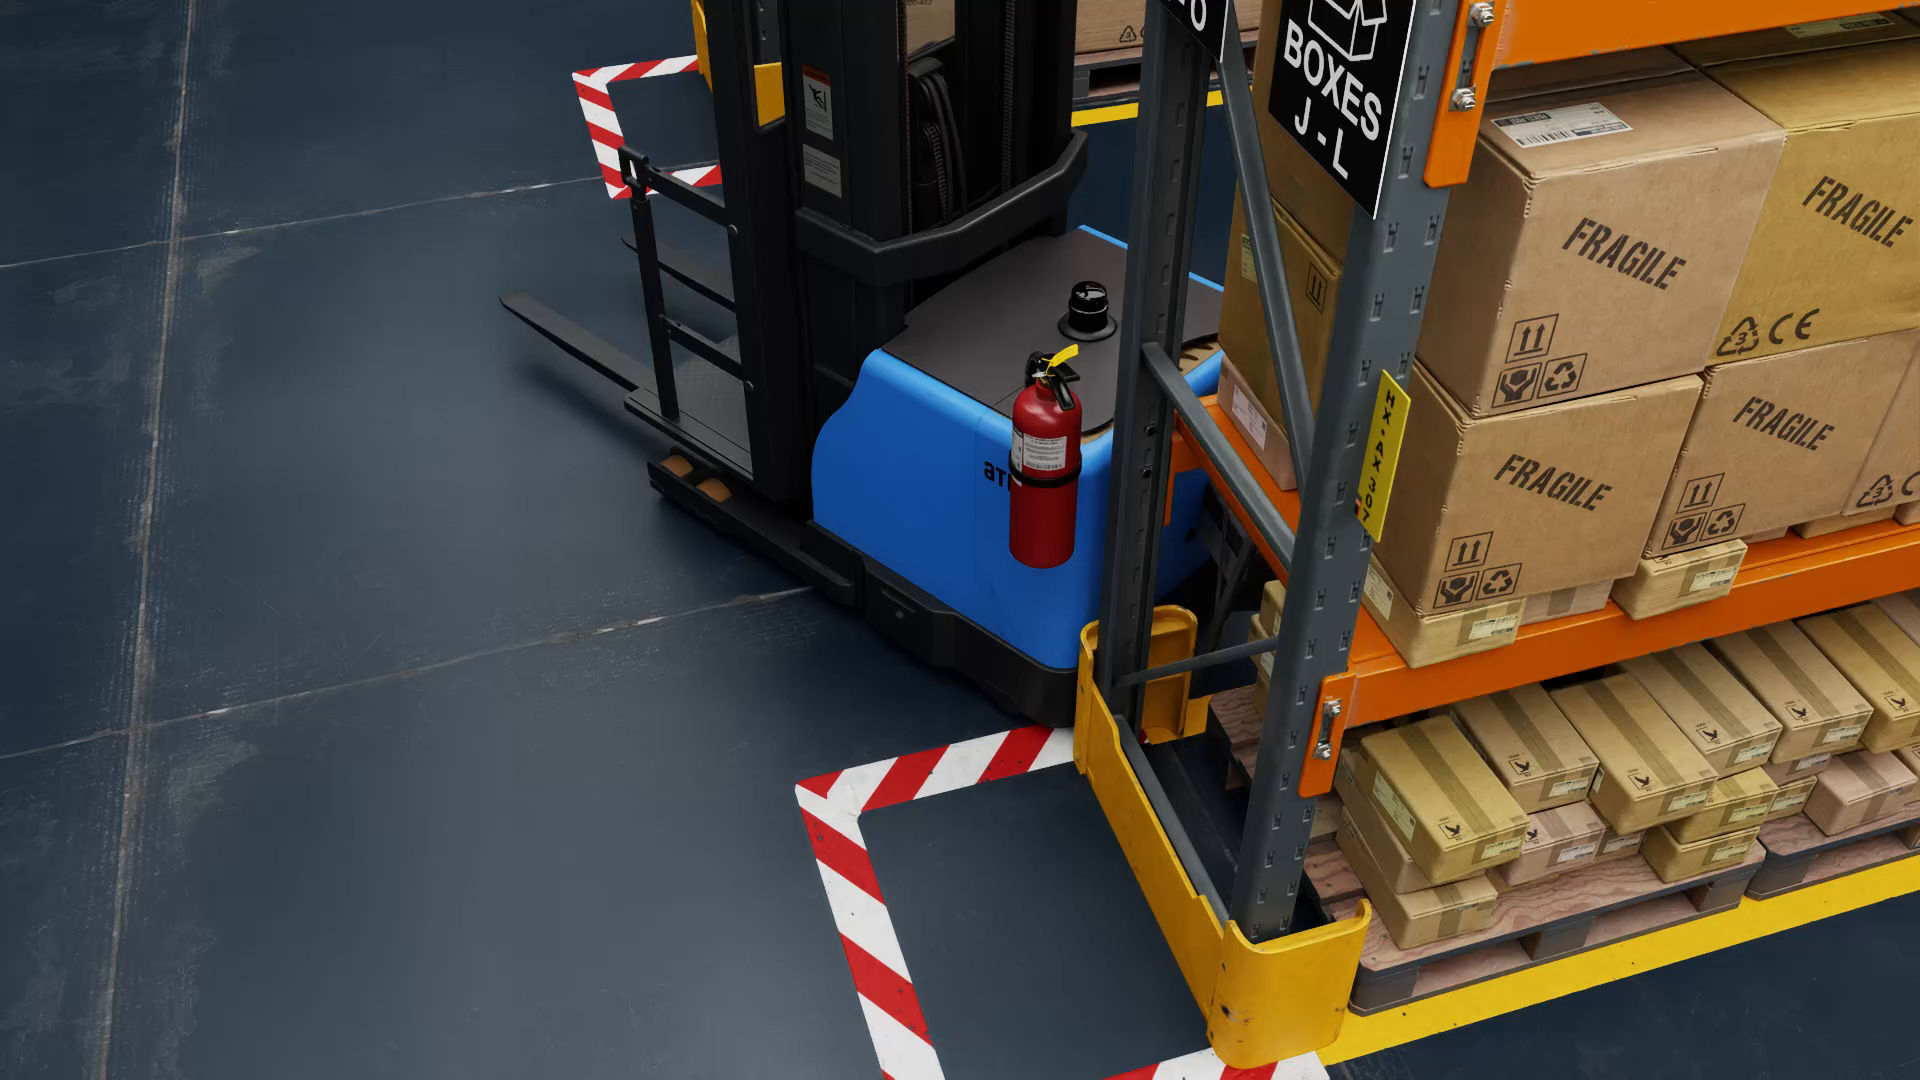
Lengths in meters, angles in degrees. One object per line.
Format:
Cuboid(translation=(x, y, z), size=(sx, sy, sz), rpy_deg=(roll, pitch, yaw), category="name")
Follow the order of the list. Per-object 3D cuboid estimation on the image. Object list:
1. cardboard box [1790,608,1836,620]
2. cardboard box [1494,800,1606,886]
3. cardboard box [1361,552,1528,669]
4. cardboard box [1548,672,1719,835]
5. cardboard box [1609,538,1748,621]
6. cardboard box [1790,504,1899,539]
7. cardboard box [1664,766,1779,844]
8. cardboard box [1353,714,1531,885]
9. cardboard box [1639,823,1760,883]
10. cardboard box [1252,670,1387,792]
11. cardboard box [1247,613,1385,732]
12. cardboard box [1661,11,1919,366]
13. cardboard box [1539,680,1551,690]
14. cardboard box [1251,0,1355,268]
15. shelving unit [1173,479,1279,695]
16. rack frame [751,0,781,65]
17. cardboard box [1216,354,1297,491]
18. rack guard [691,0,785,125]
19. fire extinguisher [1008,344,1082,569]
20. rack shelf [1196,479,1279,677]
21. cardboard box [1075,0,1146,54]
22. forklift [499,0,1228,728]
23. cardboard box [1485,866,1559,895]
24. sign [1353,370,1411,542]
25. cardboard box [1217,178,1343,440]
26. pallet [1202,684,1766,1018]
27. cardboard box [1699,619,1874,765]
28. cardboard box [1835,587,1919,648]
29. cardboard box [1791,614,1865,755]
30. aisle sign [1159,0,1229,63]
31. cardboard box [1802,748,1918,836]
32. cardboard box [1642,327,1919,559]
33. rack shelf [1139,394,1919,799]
Cuboid(translation=(2.508, 0.215, 5.072), size=(0.250, 0.149, 0.380), rpy_deg=(-11, 42, -12), category="cardboard box")
Cuboid(translation=(1.445, 0.680, 4.313), size=(0.250, 0.149, 0.380), rpy_deg=(-12, 43, -13), category="cardboard box")
Cuboid(translation=(0.997, 0.074, 3.576), size=(0.250, 0.149, 0.380), rpy_deg=(-12, 43, -13), category="cardboard box")
Cuboid(translation=(1.697, 0.540, 4.248), size=(0.250, 0.149, 0.380), rpy_deg=(-12, 43, -13), category="cardboard box")
Cuboid(translation=(1.500, -0.022, 3.686), size=(0.250, 0.149, 0.380), rpy_deg=(-13, 43, -14), category="cardboard box")
Cuboid(translation=(1.972, -0.197, 3.887), size=(0.250, 0.149, 0.380), rpy_deg=(-12, 43, -13), category="cardboard box")
Cuboid(translation=(1.929, 0.594, 4.412), size=(0.250, 0.149, 0.380), rpy_deg=(-10, 42, -12), category="cardboard box")
Cuboid(translation=(1.191, 0.639, 4.134), size=(0.250, 0.149, 0.380), rpy_deg=(-14, 43, -15), category="cardboard box")
Cuboid(translation=(1.922, 0.712, 4.502), size=(0.250, 0.149, 0.380), rpy_deg=(-11, 42, -13), category="cardboard box")
Cuboid(translation=(1.029, 0.518, 4.724), size=(0.250, 0.149, 0.380), rpy_deg=(-11, 42, -12), category="cardboard box")
Cuboid(translation=(1.007, 0.358, 4.682), size=(0.250, 0.149, 0.380), rpy_deg=(-13, 43, -14), category="cardboard box")
Cuboid(translation=(1.577, -0.714, 3.226), size=(0.500, 0.500, 0.500), rpy_deg=(-11, 42, -12), category="cardboard box")
Cuboid(translation=(1.522, 0.406, 4.853), size=(0.250, 0.149, 0.380), rpy_deg=(-12, 43, -13), category="cardboard box")
Cuboid(translation=(0.951, -0.935, 3.478), size=(0.500, 0.500, 0.500), rpy_deg=(-13, 43, -14), category="cardboard box")
Cuboid(translation=(1.089, -0.473, 4.622), size=(0.503, 2.100, 0.431), rpy_deg=(-2, 41, -21), category="shelving unit")
Cuboid(translation=(-0.994, -3.249, 7.188), size=(0.127, 3.000, 1.000), rpy_deg=(-12, 42, -13), category="rack frame")
Cuboid(translation=(0.816, -0.309, 4.015), size=(0.250, 0.149, 0.380), rpy_deg=(-12, 42, -13), category="cardboard box")
Cuboid(translation=(-1.017, -2.302, 8.005), size=(0.348, 0.500, 1.175), rpy_deg=(-12, 42, -13), category="rack guard")
Cuboid(translation=(0.211, -0.232, 4.078), size=(0.183, 0.674, 0.296), rpy_deg=(-12, 42, -13), category="fire extinguisher")
Cuboid(translation=(0.941, 0.074, 5.056), size=(0.480, 0.518, 0.431), rpy_deg=(-2, 41, -21), category="rack shelf")
Cuboid(translation=(0.476, -2.821, 8.327), size=(0.875, 0.438, 0.875), rpy_deg=(-11, 42, -12), category="cardboard box")
Cuboid(translation=(-0.461, -1.379, 5.101), size=(3.031, 2.935, 1.130), rpy_deg=(31, 50, 30), category="forklift")
Cuboid(translation=(1.411, 0.748, 4.462), size=(0.250, 0.149, 0.380), rpy_deg=(-12, 43, -13), category="cardboard box")
Cuboid(translation=(0.753, -0.148, 2.981), size=(0.005, 0.325, 0.100), rpy_deg=(-12, 42, -13), category="sign")
Cuboid(translation=(0.941, -0.562, 3.811), size=(0.500, 0.500, 0.500), rpy_deg=(-11, 42, -12), category="cardboard box")
Cuboid(translation=(1.448, 0.735, 4.749), size=(1.213, 0.211, 1.003), rpy_deg=(-12, 42, -13), category="pallet")
Cuboid(translation=(2.176, 0.390, 4.420), size=(0.250, 0.149, 0.380), rpy_deg=(-10, 42, -11), category="cardboard box")
Cuboid(translation=(2.652, 0.257, 4.572), size=(0.250, 0.149, 0.380), rpy_deg=(-12, 42, -13), category="cardboard box")
Cuboid(translation=(2.400, 0.402, 4.632), size=(0.250, 0.149, 0.380), rpy_deg=(-10, 42, -11), category="cardboard box")
Cuboid(translation=(0.430, -1.315, 2.999), size=(0.004, 0.787, 0.394), rpy_deg=(-12, 42, -13), category="aisle sign")
Cuboid(translation=(2.401, 0.608, 4.622), size=(0.250, 0.149, 0.380), rpy_deg=(-14, 43, -15), category="cardboard box")
Cuboid(translation=(1.604, -0.349, 3.567), size=(0.500, 0.500, 0.500), rpy_deg=(-12, 42, -13), category="cardboard box")
Cuboid(translation=(2.497, -0.286, 4.345), size=(4.000, 0.370, 1.077), rpy_deg=(-12, 42, -13), category="rack shelf")
